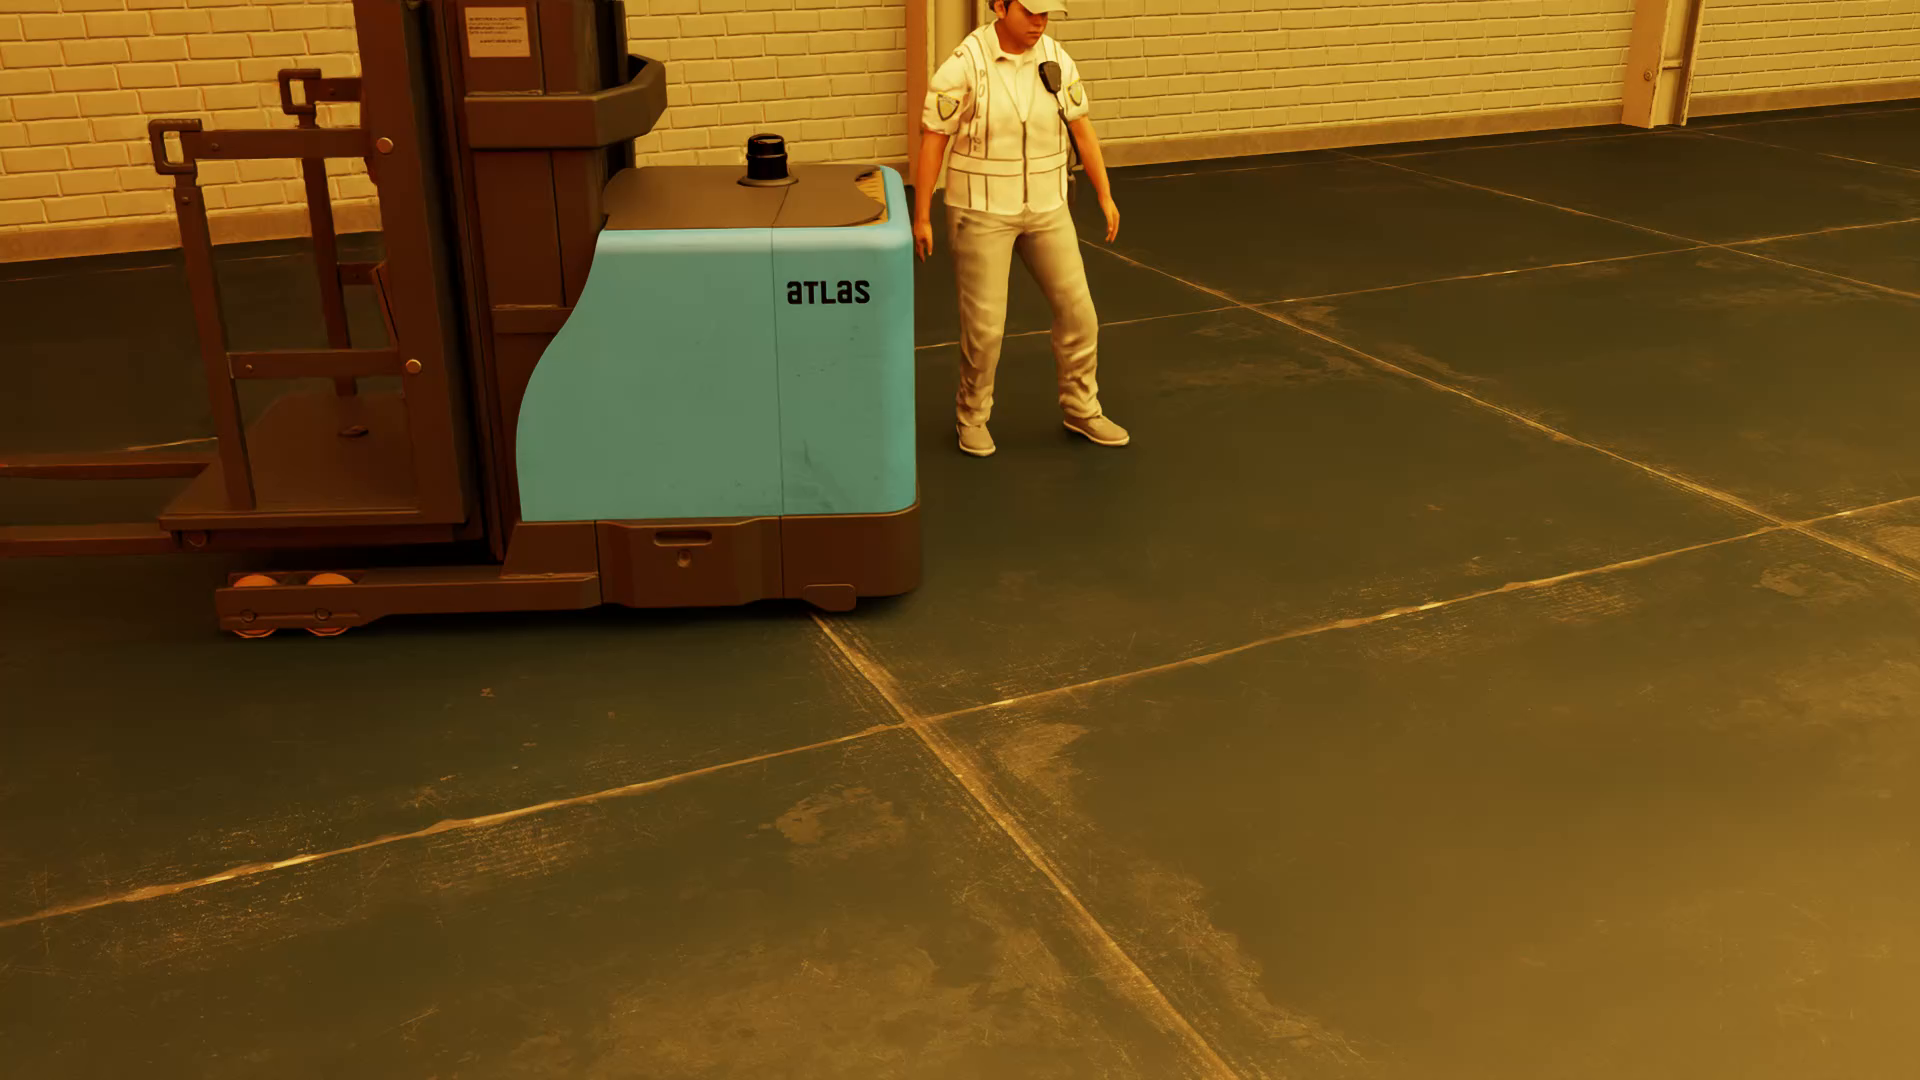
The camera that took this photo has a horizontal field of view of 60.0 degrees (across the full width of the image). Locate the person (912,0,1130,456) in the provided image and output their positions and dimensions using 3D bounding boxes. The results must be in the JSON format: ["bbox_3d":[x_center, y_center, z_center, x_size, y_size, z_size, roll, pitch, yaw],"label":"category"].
[{"bbox_3d":[0.209,-1.102,5.630,0.752,1.641,0.451,-8,24,-19],"label":"person"}]

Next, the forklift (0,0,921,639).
[{"bbox_3d":[-1.647,-1.299,4.412,3.031,2.935,1.130,-1,23,-3],"label":"forklift"}]
